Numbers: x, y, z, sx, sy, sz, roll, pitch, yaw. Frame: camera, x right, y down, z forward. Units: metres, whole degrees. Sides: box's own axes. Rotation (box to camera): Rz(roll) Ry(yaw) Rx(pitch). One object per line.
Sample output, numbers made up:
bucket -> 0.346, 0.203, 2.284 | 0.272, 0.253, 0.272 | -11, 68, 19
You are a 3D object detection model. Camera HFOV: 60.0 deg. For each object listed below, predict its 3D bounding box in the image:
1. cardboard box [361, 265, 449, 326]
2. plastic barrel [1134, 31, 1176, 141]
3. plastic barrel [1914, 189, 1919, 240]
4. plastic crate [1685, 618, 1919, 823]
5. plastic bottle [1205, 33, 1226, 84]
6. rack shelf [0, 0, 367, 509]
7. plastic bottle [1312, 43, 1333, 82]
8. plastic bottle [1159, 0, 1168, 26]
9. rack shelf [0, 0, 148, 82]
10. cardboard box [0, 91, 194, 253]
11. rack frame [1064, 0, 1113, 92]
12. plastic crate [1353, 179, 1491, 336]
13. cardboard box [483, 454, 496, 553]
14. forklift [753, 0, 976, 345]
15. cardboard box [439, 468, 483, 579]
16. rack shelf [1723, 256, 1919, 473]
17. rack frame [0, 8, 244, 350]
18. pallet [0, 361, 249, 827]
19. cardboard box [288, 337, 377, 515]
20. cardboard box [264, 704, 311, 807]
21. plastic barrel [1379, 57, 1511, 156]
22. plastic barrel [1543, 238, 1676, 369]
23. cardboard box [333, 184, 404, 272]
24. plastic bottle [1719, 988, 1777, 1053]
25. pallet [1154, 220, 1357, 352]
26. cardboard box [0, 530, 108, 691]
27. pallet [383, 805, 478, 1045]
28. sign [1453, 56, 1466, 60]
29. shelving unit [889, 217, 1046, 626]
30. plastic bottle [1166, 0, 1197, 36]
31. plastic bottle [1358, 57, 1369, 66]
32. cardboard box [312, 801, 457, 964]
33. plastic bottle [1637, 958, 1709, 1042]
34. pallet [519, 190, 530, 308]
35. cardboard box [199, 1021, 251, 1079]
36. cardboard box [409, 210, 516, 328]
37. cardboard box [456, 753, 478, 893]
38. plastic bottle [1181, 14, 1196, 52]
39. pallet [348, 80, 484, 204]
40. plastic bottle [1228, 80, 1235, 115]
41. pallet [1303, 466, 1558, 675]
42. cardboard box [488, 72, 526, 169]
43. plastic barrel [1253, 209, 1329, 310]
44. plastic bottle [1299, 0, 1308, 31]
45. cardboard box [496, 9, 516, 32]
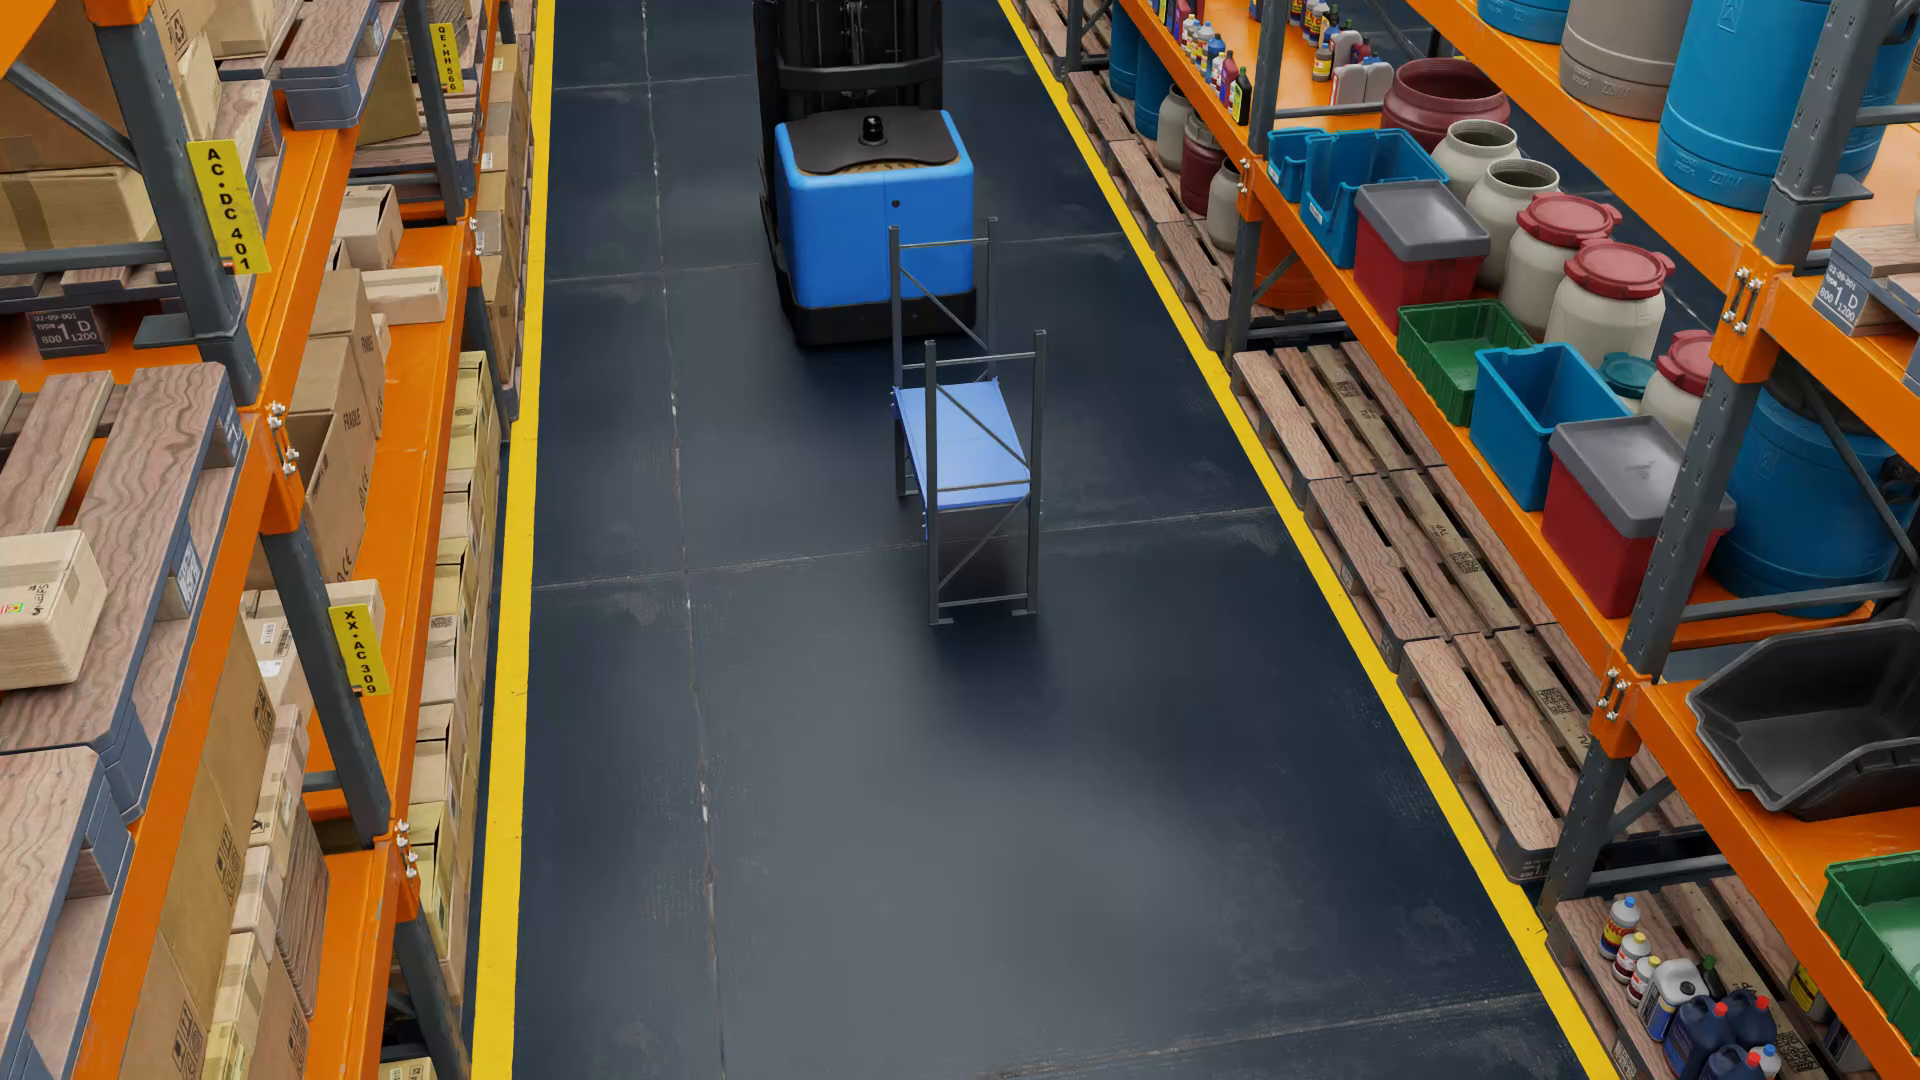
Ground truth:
cardboard box -> -2.455, -1.065, 7.280 | 0.380, 0.149, 0.250 | -6, 38, -8
plastic barrel -> 1.494, -3.203, 11.196 | 0.600, 0.901, 0.708 | -6, 38, -8
plastic barrel -> 2.576, -0.905, 3.992 | 0.421, 0.512, 0.421 | 0, 38, 0
plastic crate -> 2.661, 0.562, 5.032 | 0.767, 0.338, 0.504 | -6, 38, -8
plastic bottle -> 1.425, -2.684, 9.265 | 0.097, 0.271, 0.097 | 0, 38, 0
rack shelf -> -2.534, -1.370, 5.610 | 1.077, 0.370, 4.000 | -6, 38, -8
plastic bottle -> 2.034, -2.680, 9.317 | 0.097, 0.201, 0.097 | 0, 38, 0
plastic bottle -> 1.246, -3.243, 9.974 | 0.061, 0.283, 0.133 | -6, 38, -8
rack shelf -> -1.833, 0.020, 1.702 | 1.077, 0.370, 4.000 | -6, 38, -8
cardboard box -> -2.282, -0.926, 4.232 | 0.500, 0.250, 0.500 | -2, 38, -3
rack frame -> 1.291, -4.624, 11.657 | 1.000, 3.000, 0.127 | -6, 38, -8
plastic crate -> 1.975, -1.224, 7.229 | 0.402, 0.464, 0.583 | -6, 38, -8
cardboard box -> -2.458, -0.155, 7.803 | 0.500, 0.250, 0.500 | -7, 38, -8
forklift -> -0.694, -3.169, 9.840 | 1.130, 2.935, 3.031 | -7, 38, -9
cardboard box -> -2.367, -0.071, 7.238 | 0.500, 0.311, 0.500 | -6, 38, -8
rack shelf -> 3.045, 0.516, 3.183 | 1.077, 0.370, 4.000 | -6, 38, -8
rack frame -> -2.183, -1.630, 2.914 | 1.000, 3.000, 0.127 | -6, 38, -8
pallet -> -2.008, 0.101, 3.202 | 1.003, 0.211, 1.213 | -6, 38, -8
cardboard box -> -2.482, -0.387, 6.122 | 0.500, 0.500, 0.500 | -6, 38, -8
cardboard box -> -1.925, 0.584, 4.343 | 0.380, 0.149, 0.250 | -6, 38, -8
plastic barrel -> 2.372, -2.014, 8.186 | 0.600, 0.536, 0.708 | -6, 38, -8
plastic barrel -> 2.614, -0.890, 6.740 | 0.433, 0.535, 0.433 | 0, 38, 0
cardboard box -> -2.864, -1.418, 7.603 | 0.500, 0.311, 0.500 | -4, 38, -5
plastic bottle -> 2.569, 1.597, 5.450 | 0.144, 0.351, 0.185 | -6, 38, -8
pallet -> 1.813, -1.578, 10.010 | 1.003, 0.211, 1.213 | -6, 38, -8
cardboard box -> -1.703, 0.131, 2.839 | 0.380, 0.149, 0.250 | -6, 38, -8
pallet -> -2.351, 1.399, 6.177 | 1.003, 0.211, 1.213 | -6, 38, -8
sign -> 2.533, -2.336, 8.579 | 0.100, 0.325, 0.005 | -6, 38, -8
shelving unit -> 0.015, -0.541, 7.623 | 0.538, 1.500, 1.048 | -6, 38, -8
plastic bottle -> 1.315, -3.178, 9.836 | 0.144, 0.351, 0.185 | -6, 38, -8
plastic bottle -> 2.225, -2.557, 9.159 | 0.097, 0.201, 0.097 | 0, 38, 0
cardboard box -> -2.011, 1.161, 5.653 | 0.500, 0.311, 0.500 | -6, 38, -8
plastic bottle -> 2.402, 1.542, 5.582 | 0.152, 0.276, 0.135 | -5, 38, -6
pallet -> -3.189, -1.767, 10.252 | 1.003, 0.211, 1.213 | -6, 38, -8
cardboard box -> -1.748, 1.199, 3.551 | 0.380, 0.149, 0.250 | -6, 38, -8
cardboard box -> -2.780, -1.485, 9.296 | 0.500, 0.500, 0.500 | -8, 38, -10
cardboard box -> -2.098, 1.079, 6.214 | 0.500, 0.250, 0.500 | -5, 38, -7
plastic bottle -> 1.340, -2.951, 9.665 | 0.097, 0.201, 0.097 | 0, 38, 0
pallet -> -3.073, -2.003, 8.440 | 1.213, 0.211, 1.003 | -6, 38, -8
plastic bottle -> 1.500, -2.400, 8.956 | 0.097, 0.201, 0.097 | 0, 38, 0
pallet -> 2.301, 0.101, 7.848 | 1.003, 0.211, 1.213 | -6, 38, -8
cardboard box -> -3.139, -2.713, 10.876 | 0.500, 0.500, 0.500 | -6, 38, -8
plastic barrel -> 1.890, -1.810, 9.462 | 0.600, 0.830, 0.708 | -6, 38, -8
plastic bottle -> 2.077, -3.161, 9.869 | 0.061, 0.283, 0.133 | -6, 38, -8
cardboard box -> -3.608, -3.946, 12.736 | 0.380, 0.166, 0.250 | -6, 38, -8
